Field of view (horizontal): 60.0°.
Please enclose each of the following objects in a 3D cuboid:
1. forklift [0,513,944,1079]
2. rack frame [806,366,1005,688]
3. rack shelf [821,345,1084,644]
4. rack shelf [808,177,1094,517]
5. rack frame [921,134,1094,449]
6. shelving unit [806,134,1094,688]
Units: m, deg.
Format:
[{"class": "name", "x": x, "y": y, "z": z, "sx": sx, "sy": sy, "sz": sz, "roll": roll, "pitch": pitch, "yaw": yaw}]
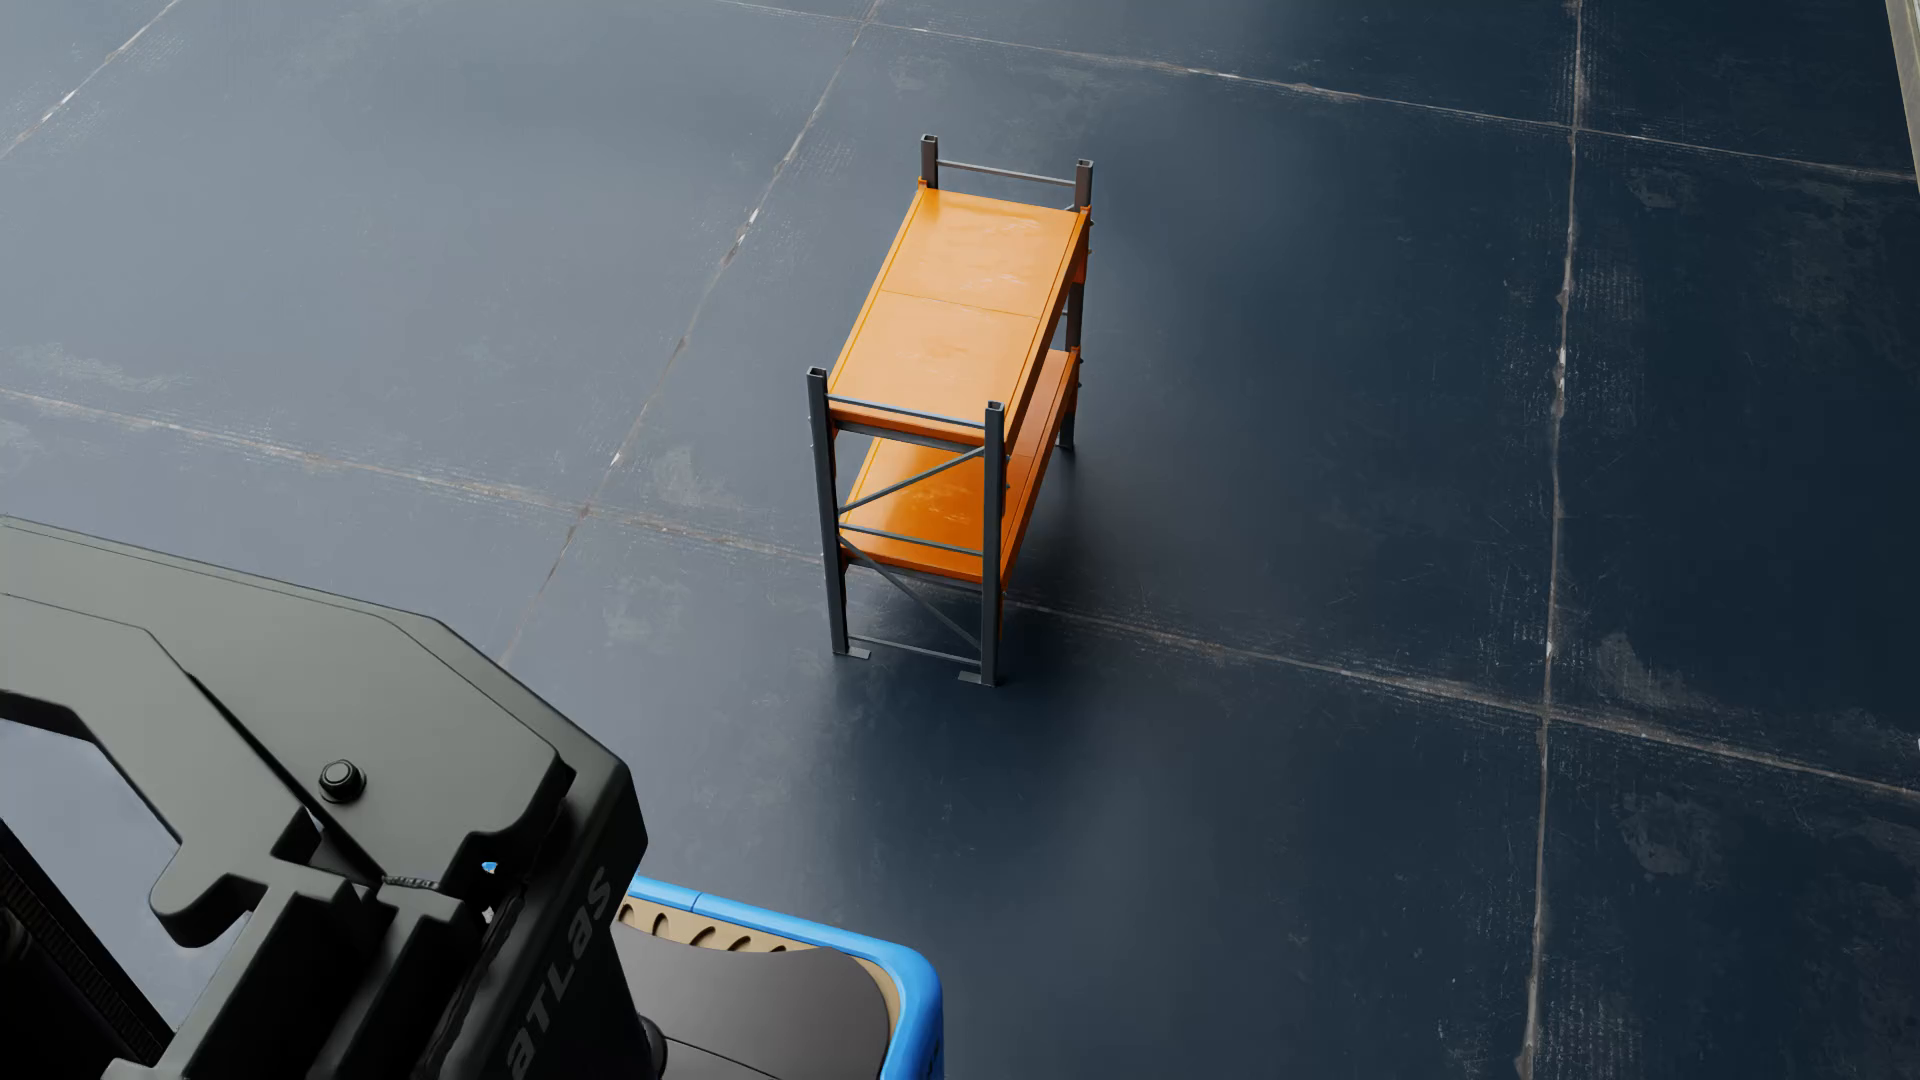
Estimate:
[{"class": "forklift", "x": -0.917, "y": 1.489, "z": 1.981, "sx": 1.130, "sy": 2.935, "sz": 3.031, "roll": 12, "pitch": 50, "yaw": 11}, {"class": "rack frame", "x": -0.136, "y": 0.000, "z": 4.499, "sx": 0.500, "sy": 1.125, "sz": 0.032, "roll": 12, "pitch": 50, "yaw": 10}, {"class": "rack shelf", "x": -0.002, "y": -0.206, "z": 5.007, "sx": 0.538, "sy": 0.278, "sz": 1.000, "roll": 12, "pitch": 50, "yaw": 10}, {"class": "rack shelf", "x": -0.002, "y": -0.561, "z": 4.604, "sx": 0.538, "sy": 0.278, "sz": 1.000, "roll": 12, "pitch": 50, "yaw": 10}, {"class": "rack frame", "x": 0.132, "y": -0.735, "z": 5.148, "sx": 0.500, "sy": 1.125, "sz": 0.032, "roll": 12, "pitch": 50, "yaw": 10}, {"class": "shelving unit", "x": -0.002, "y": -0.367, "z": 4.824, "sx": 0.538, "sy": 1.125, "sz": 1.048, "roll": 12, "pitch": 50, "yaw": 10}]
